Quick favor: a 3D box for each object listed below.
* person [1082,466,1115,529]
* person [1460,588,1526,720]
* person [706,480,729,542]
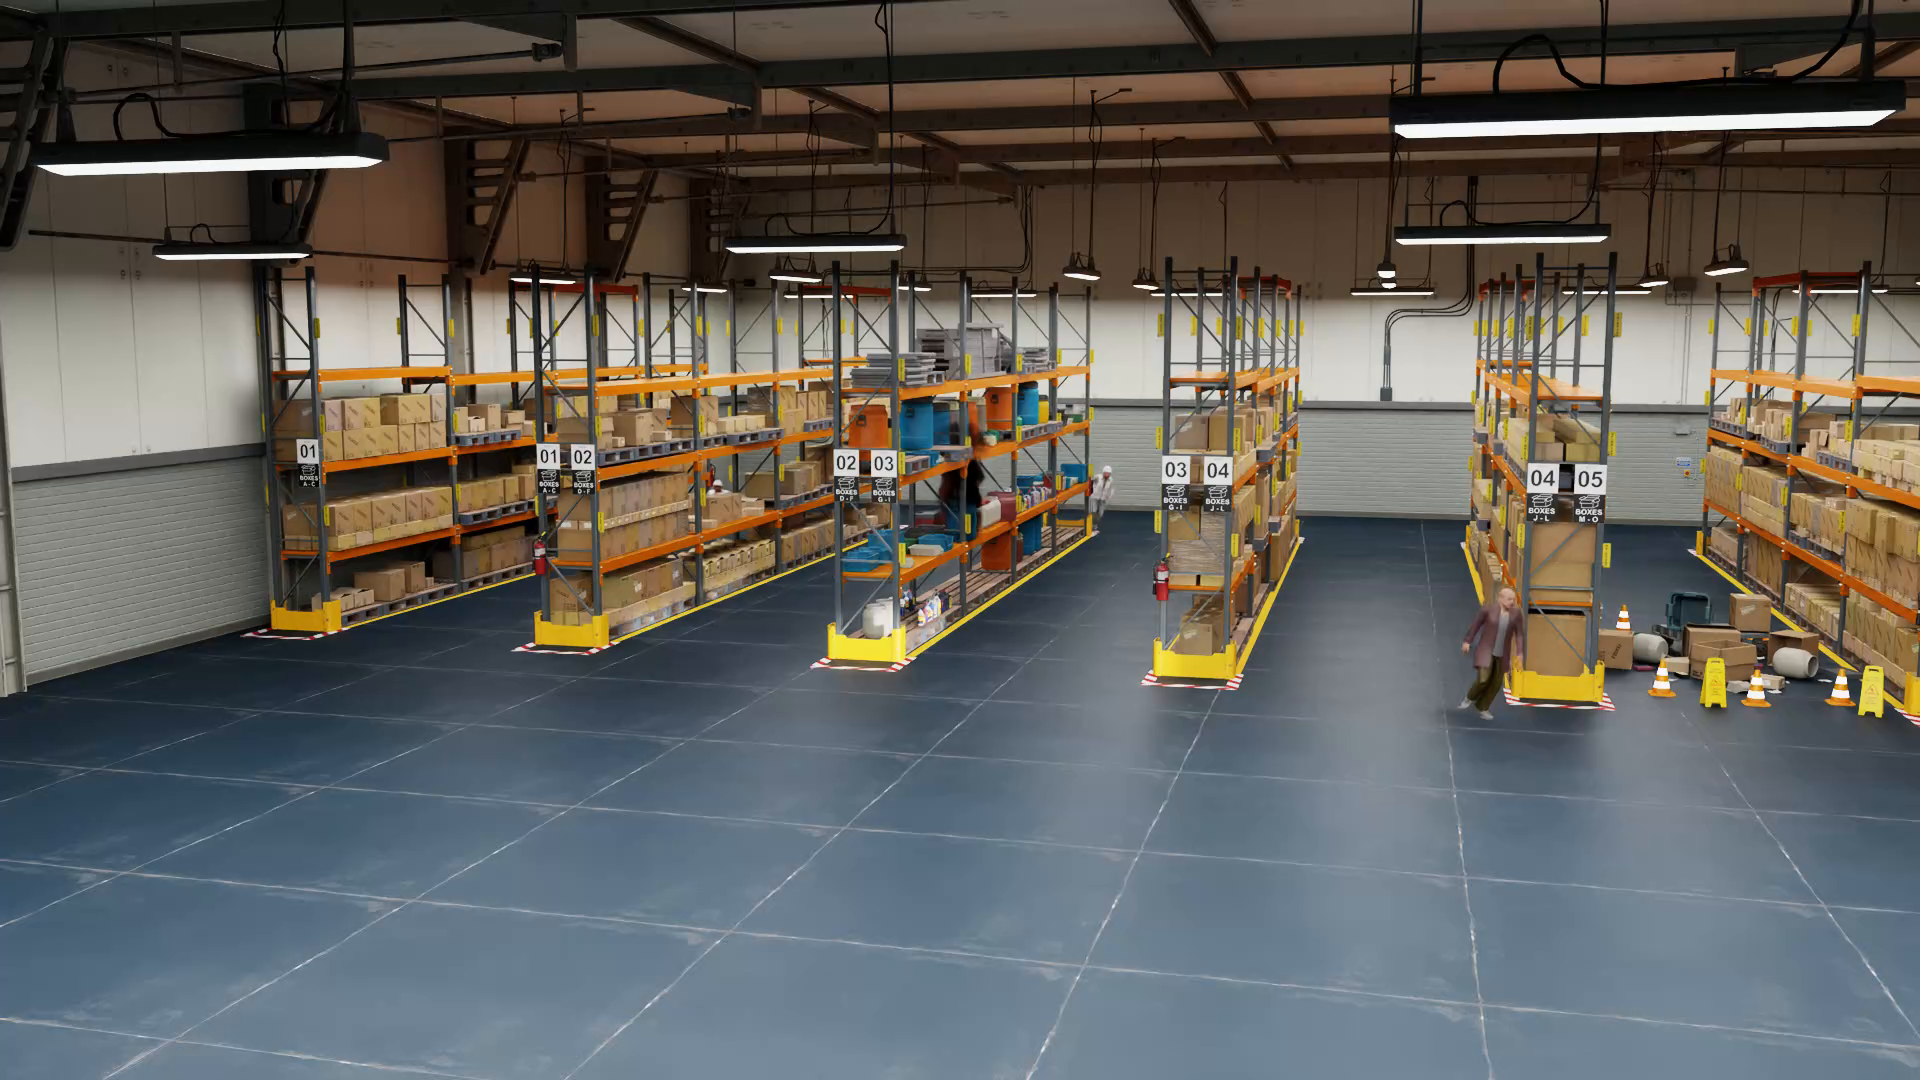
[{"bbox_3d":[3.496,-1.054,41.465,0.682,1.619,0.792,-2,8,-18],"label":"person"},{"bbox_3d":[6.841,1.453,21.365,0.721,1.748,0.608,-1,7,-6],"label":"person"},{"bbox_3d":[-5.324,-0.497,36.735,0.684,1.706,0.705,0,7,0],"label":"person"}]
